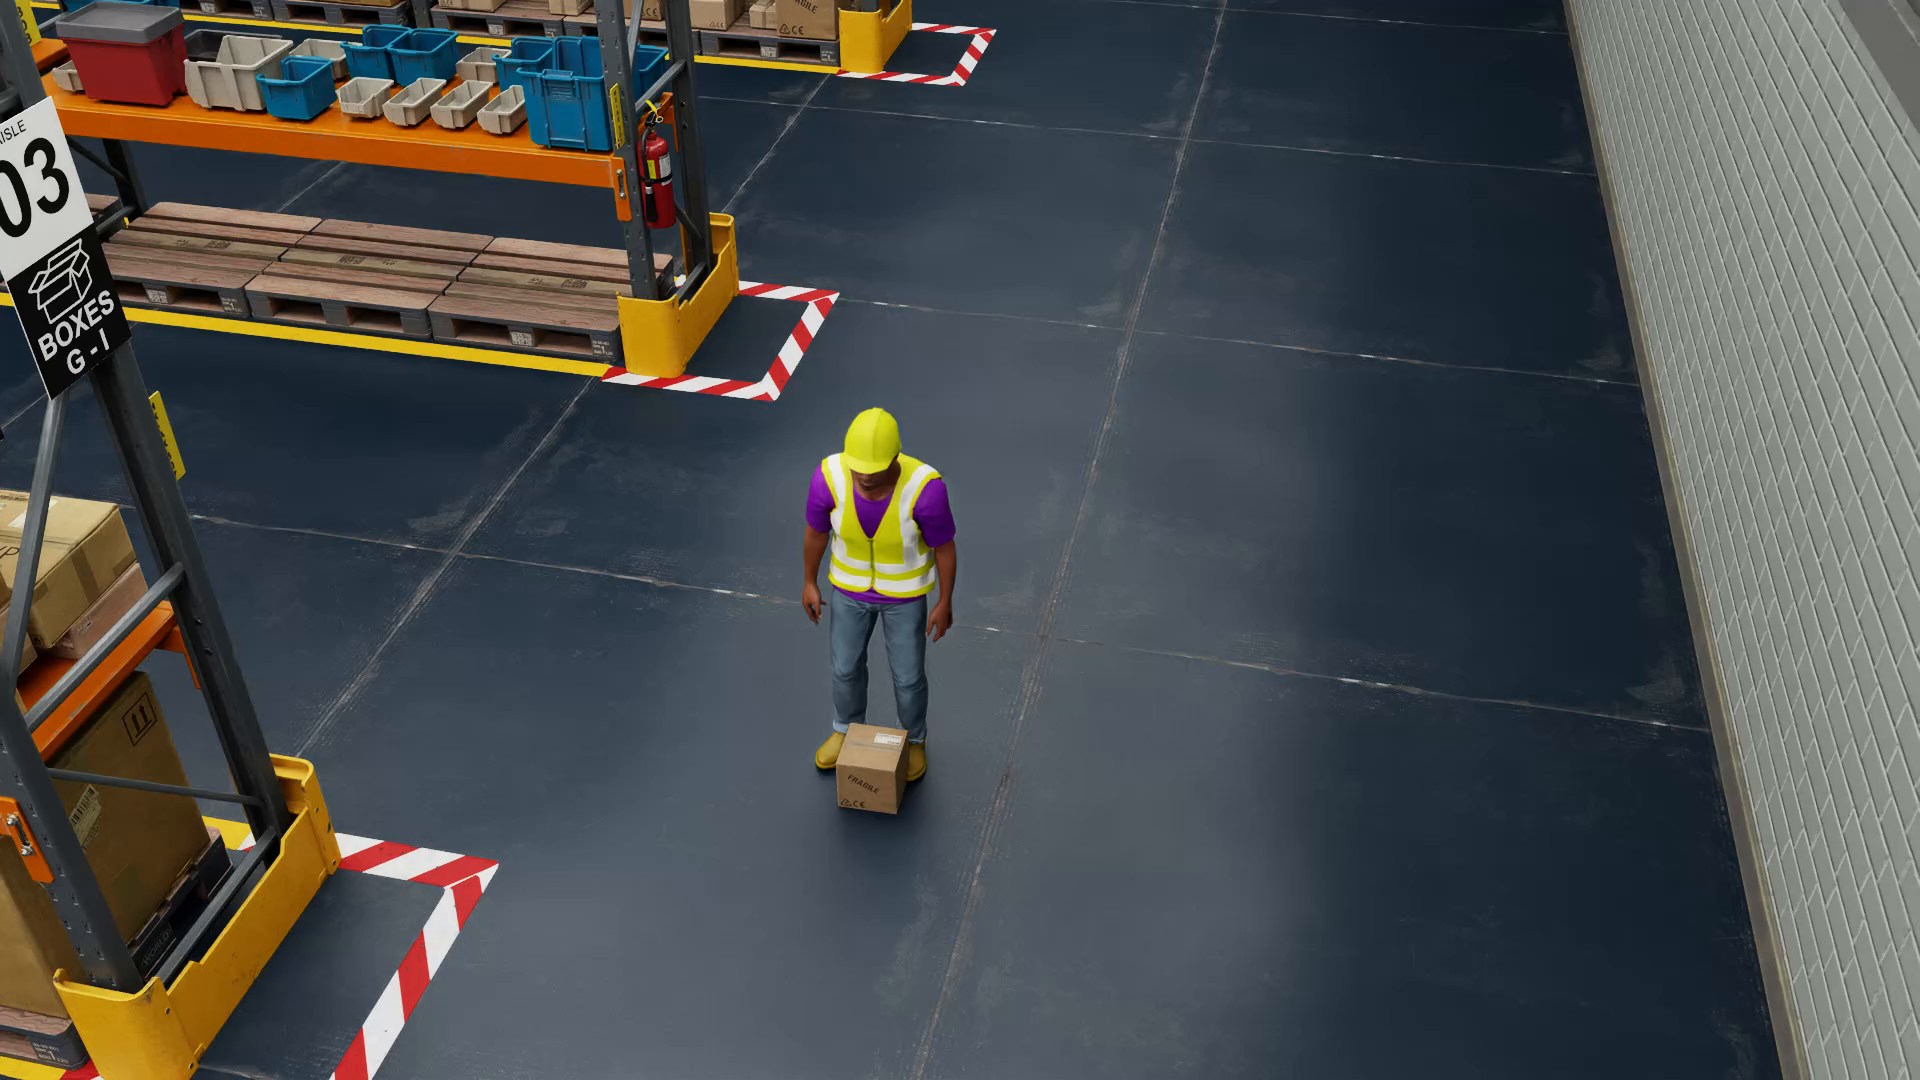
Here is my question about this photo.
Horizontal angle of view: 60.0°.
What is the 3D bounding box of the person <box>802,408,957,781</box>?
[{"bbox_3d":[-0.329,0.209,6.665,0.628,1.761,0.457,8,37,10],"label":"person"}]
